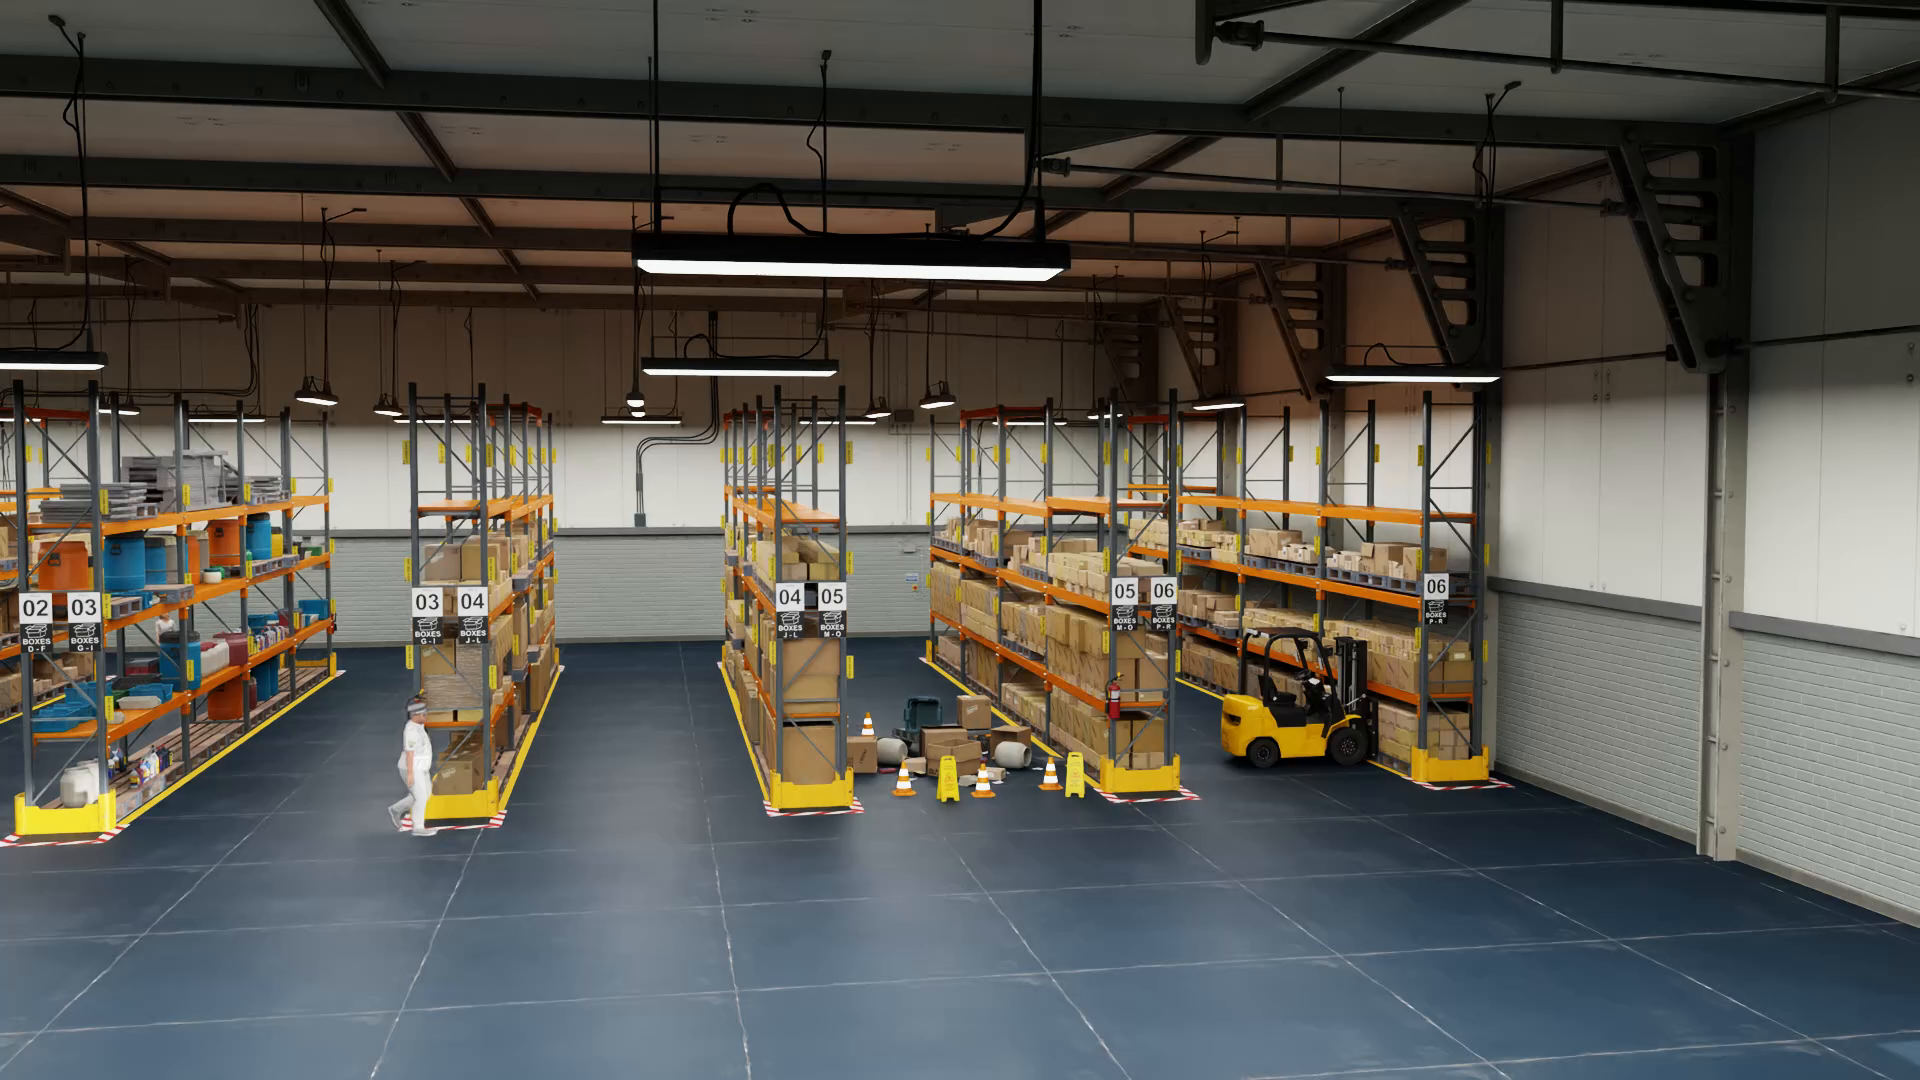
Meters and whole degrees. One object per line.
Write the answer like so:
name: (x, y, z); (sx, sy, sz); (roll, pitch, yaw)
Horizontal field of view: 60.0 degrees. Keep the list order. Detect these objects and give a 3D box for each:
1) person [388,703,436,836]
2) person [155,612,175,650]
person: (-7.213, 3.003, 21.870); (0.688, 1.734, 0.549); (0, 3, 6)
person: (-17.621, 2.310, 36.885); (0.424, 1.605, 1.009); (-1, 3, -24)
